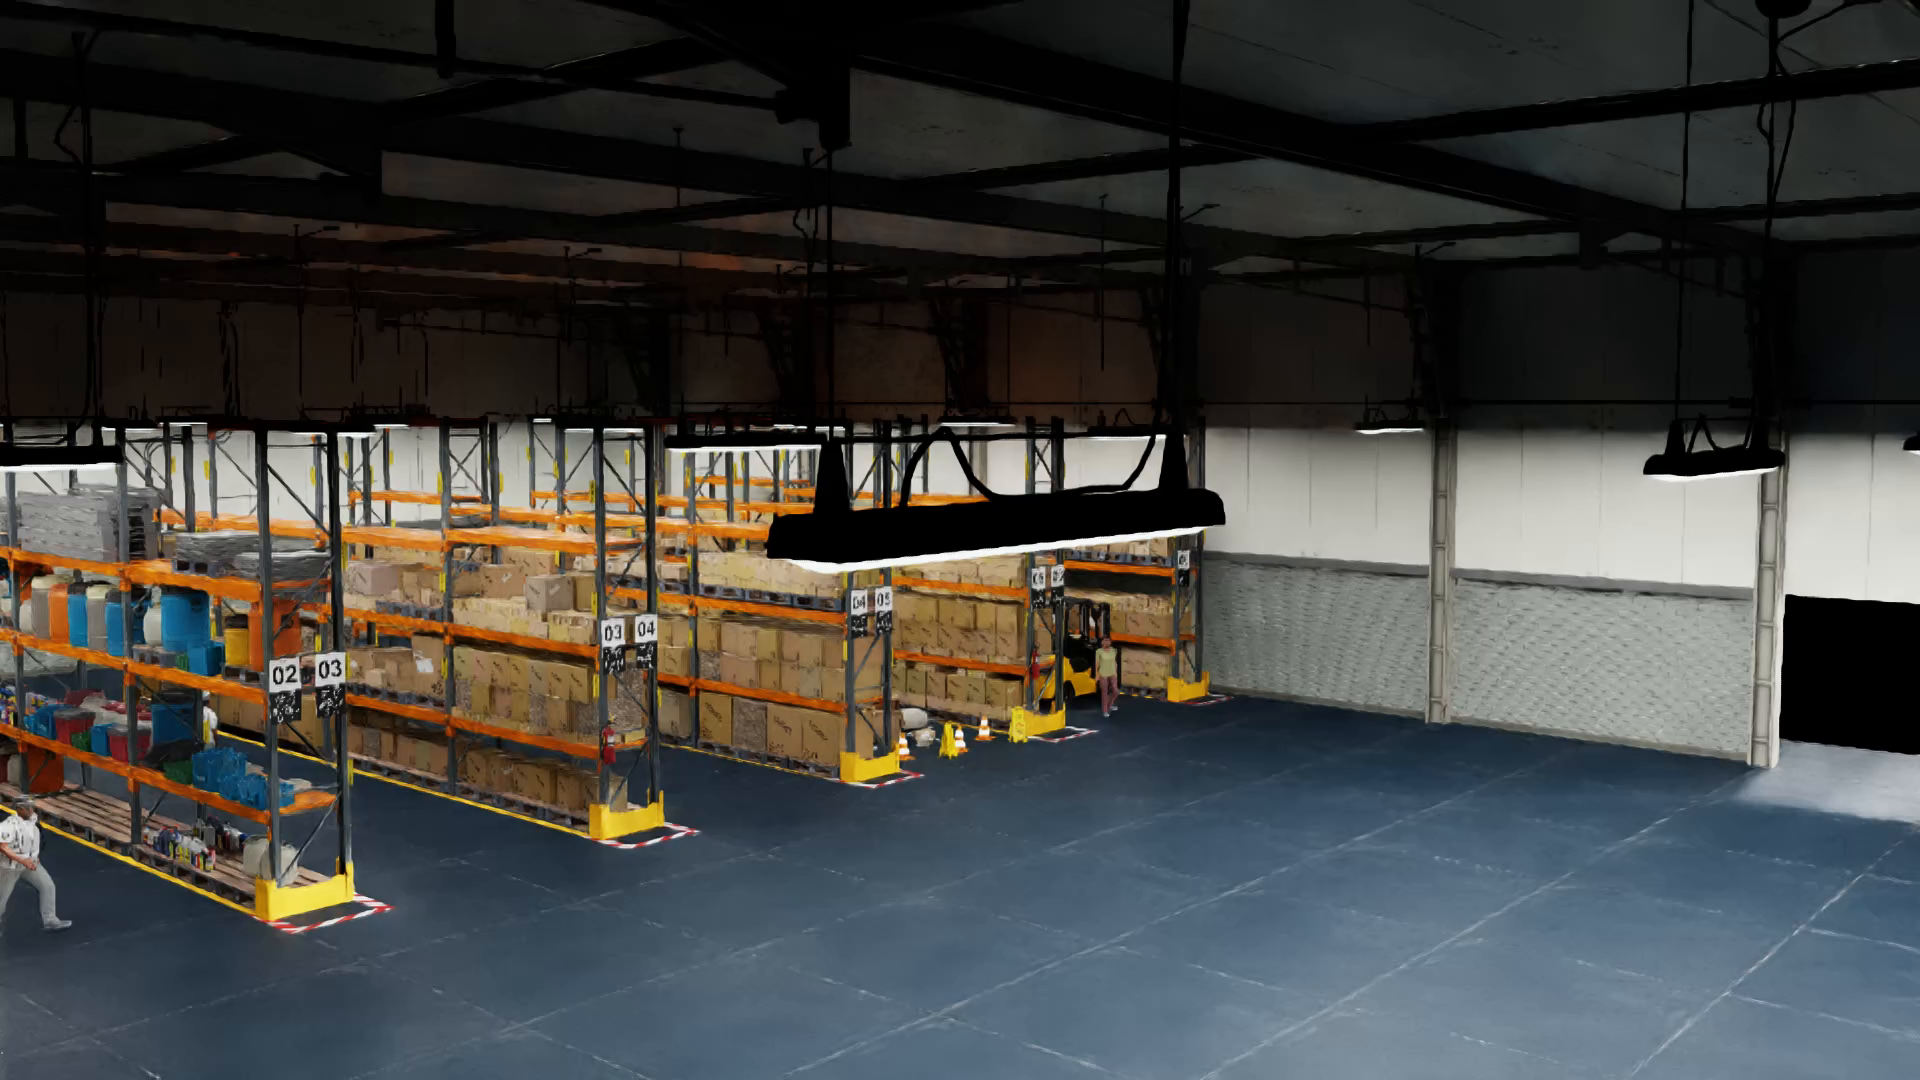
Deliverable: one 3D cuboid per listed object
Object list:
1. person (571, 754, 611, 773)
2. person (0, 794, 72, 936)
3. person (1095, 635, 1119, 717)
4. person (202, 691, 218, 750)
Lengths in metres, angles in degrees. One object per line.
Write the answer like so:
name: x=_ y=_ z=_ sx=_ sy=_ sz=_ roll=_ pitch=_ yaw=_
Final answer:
person: x=-6.107 y=3.189 z=27.484 sx=1.115 sy=1.700 sz=0.543 roll=4 pitch=6 yaw=43
person: x=-11.158 y=3.836 z=19.756 sx=0.808 sy=1.699 sz=0.693 roll=2 pitch=5 yaw=21
person: x=2.952 y=2.716 z=33.566 sx=0.514 sy=1.664 sz=0.504 roll=-1 pitch=5 yaw=-12
person: x=-12.069 y=3.268 z=26.640 sx=0.551 sy=1.681 sz=0.440 roll=1 pitch=5 yaw=16
